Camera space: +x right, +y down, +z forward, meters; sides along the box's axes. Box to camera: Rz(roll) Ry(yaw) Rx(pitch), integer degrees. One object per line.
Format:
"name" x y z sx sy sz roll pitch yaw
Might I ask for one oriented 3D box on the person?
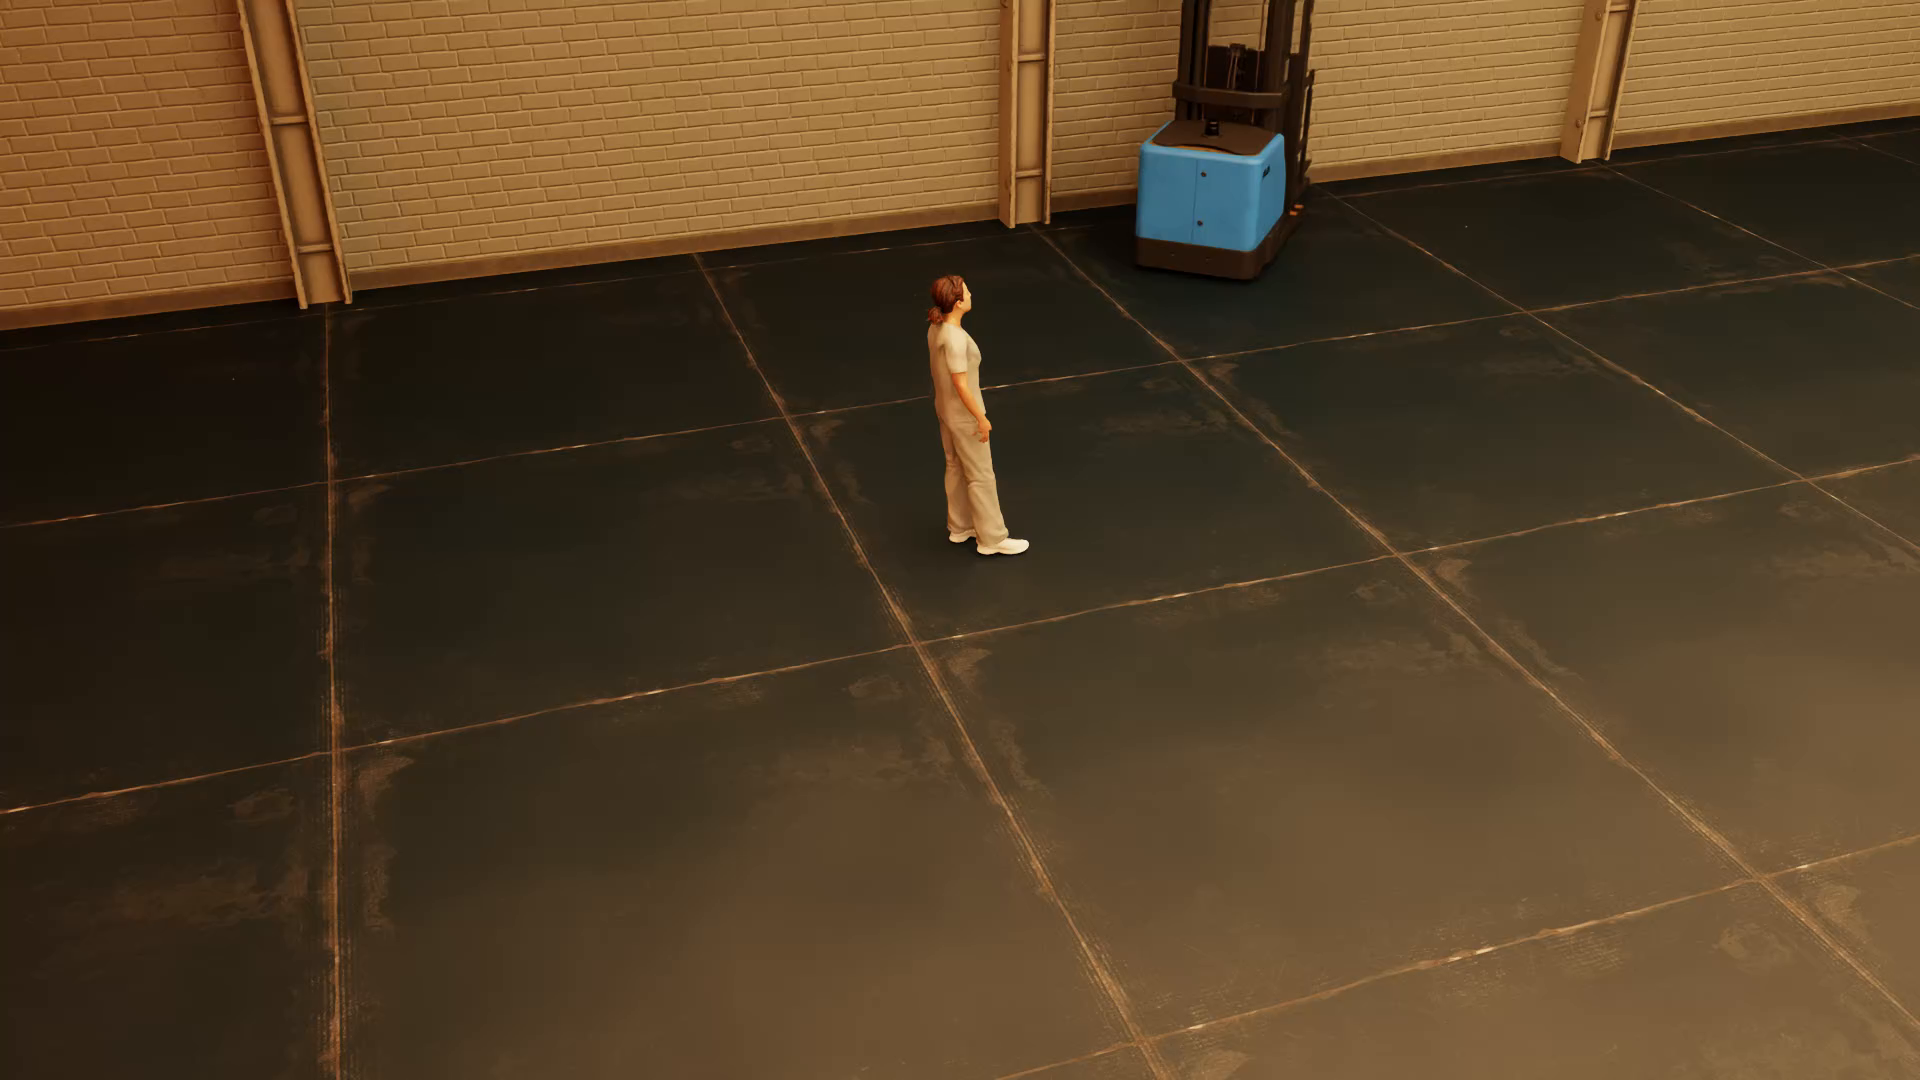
"person" 0.075 -0.738 9.613 0.548 1.673 0.549 -10 31 -16

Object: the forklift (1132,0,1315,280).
"forklift" 2.478 -4.111 14.233 1.130 2.935 3.031 12 32 20
